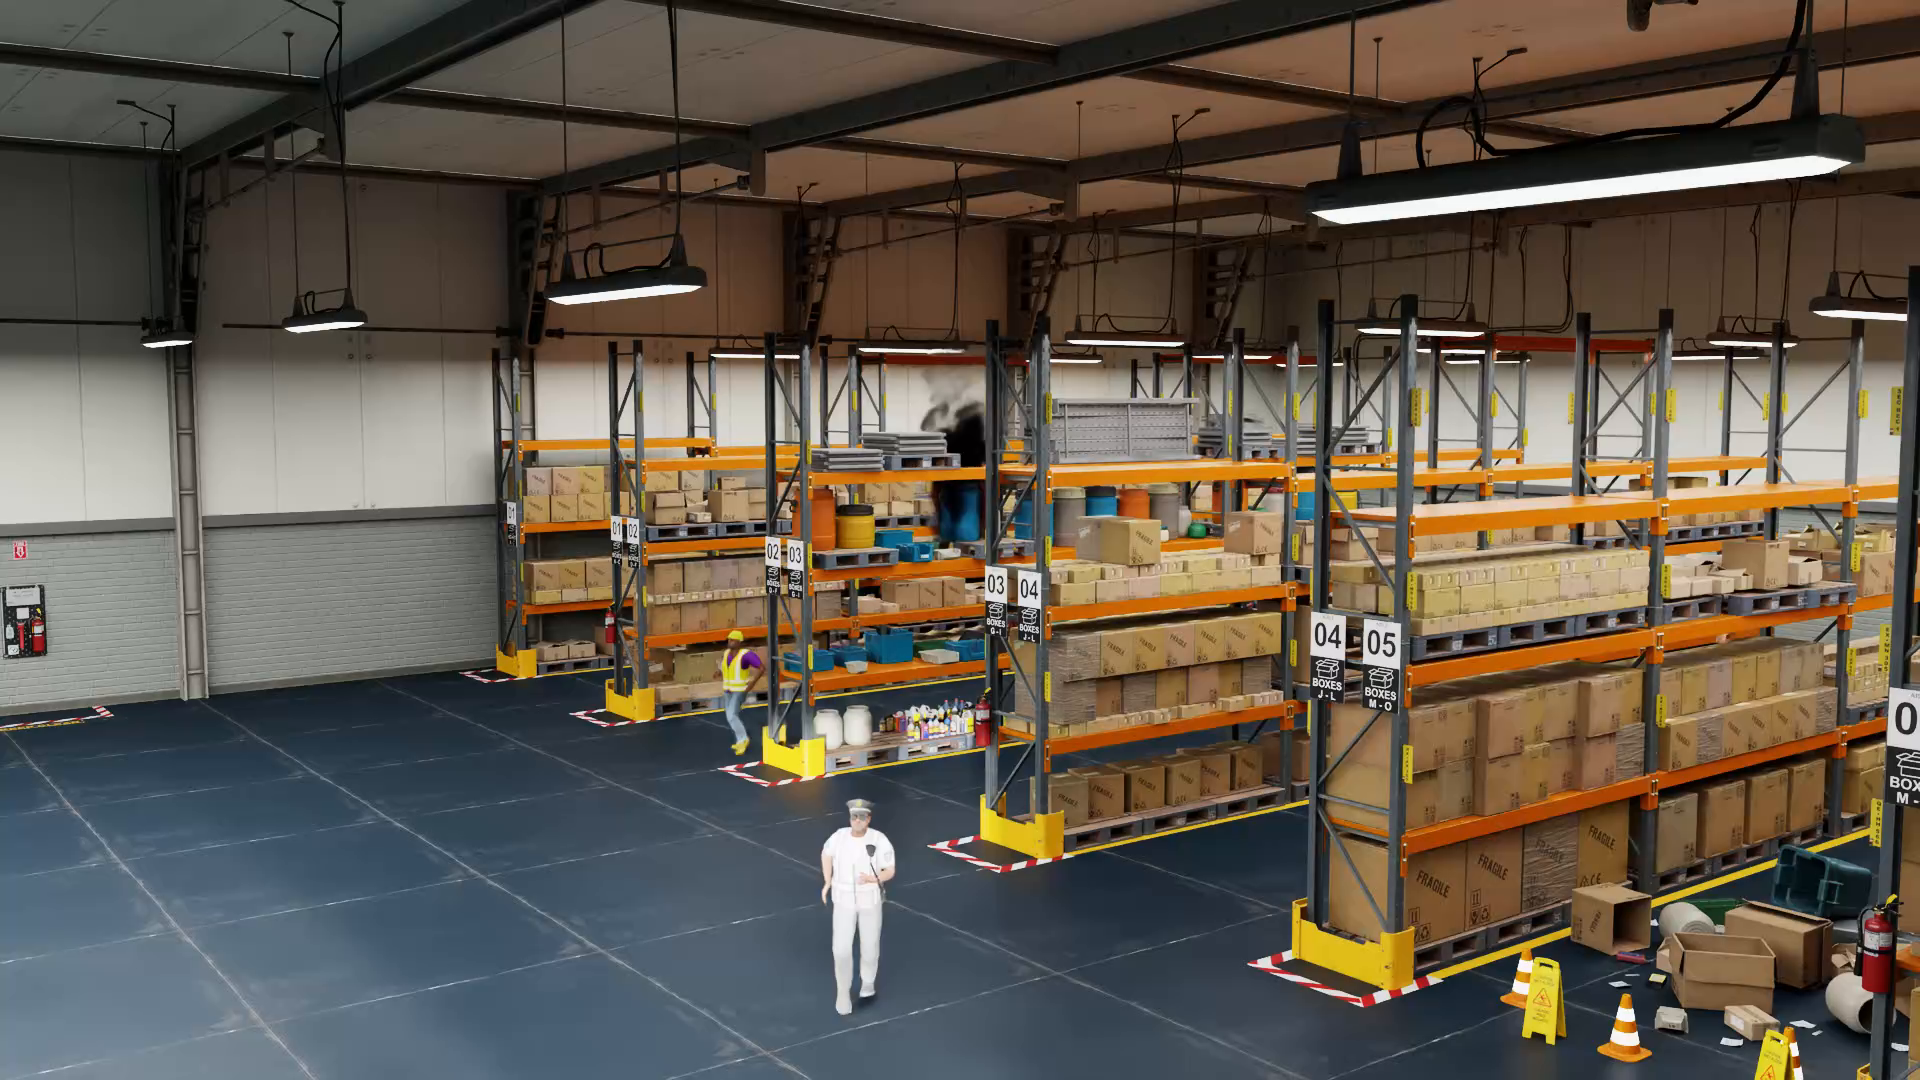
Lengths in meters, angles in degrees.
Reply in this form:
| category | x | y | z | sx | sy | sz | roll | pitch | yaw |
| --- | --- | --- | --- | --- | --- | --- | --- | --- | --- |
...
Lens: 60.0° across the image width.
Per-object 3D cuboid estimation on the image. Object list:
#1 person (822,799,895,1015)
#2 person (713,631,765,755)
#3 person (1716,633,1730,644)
| category | x | y | z | sx | sy | sz | roll | pitch | yaw |
| --- | --- | --- | --- | --- | --- | --- | --- | --- | --- |
| person | -0.860 | 3.067 | 13.967 | 0.635 | 1.828 | 0.744 | 0 | 5 | -1 |
| person | -3.231 | 2.204 | 23.893 | 0.695 | 1.810 | 0.635 | 4 | 6 | 39 |
| person | 11.200 | 2.164 | 24.500 | 0.880 | 1.702 | 0.557 | -5 | 7 | -44 |
